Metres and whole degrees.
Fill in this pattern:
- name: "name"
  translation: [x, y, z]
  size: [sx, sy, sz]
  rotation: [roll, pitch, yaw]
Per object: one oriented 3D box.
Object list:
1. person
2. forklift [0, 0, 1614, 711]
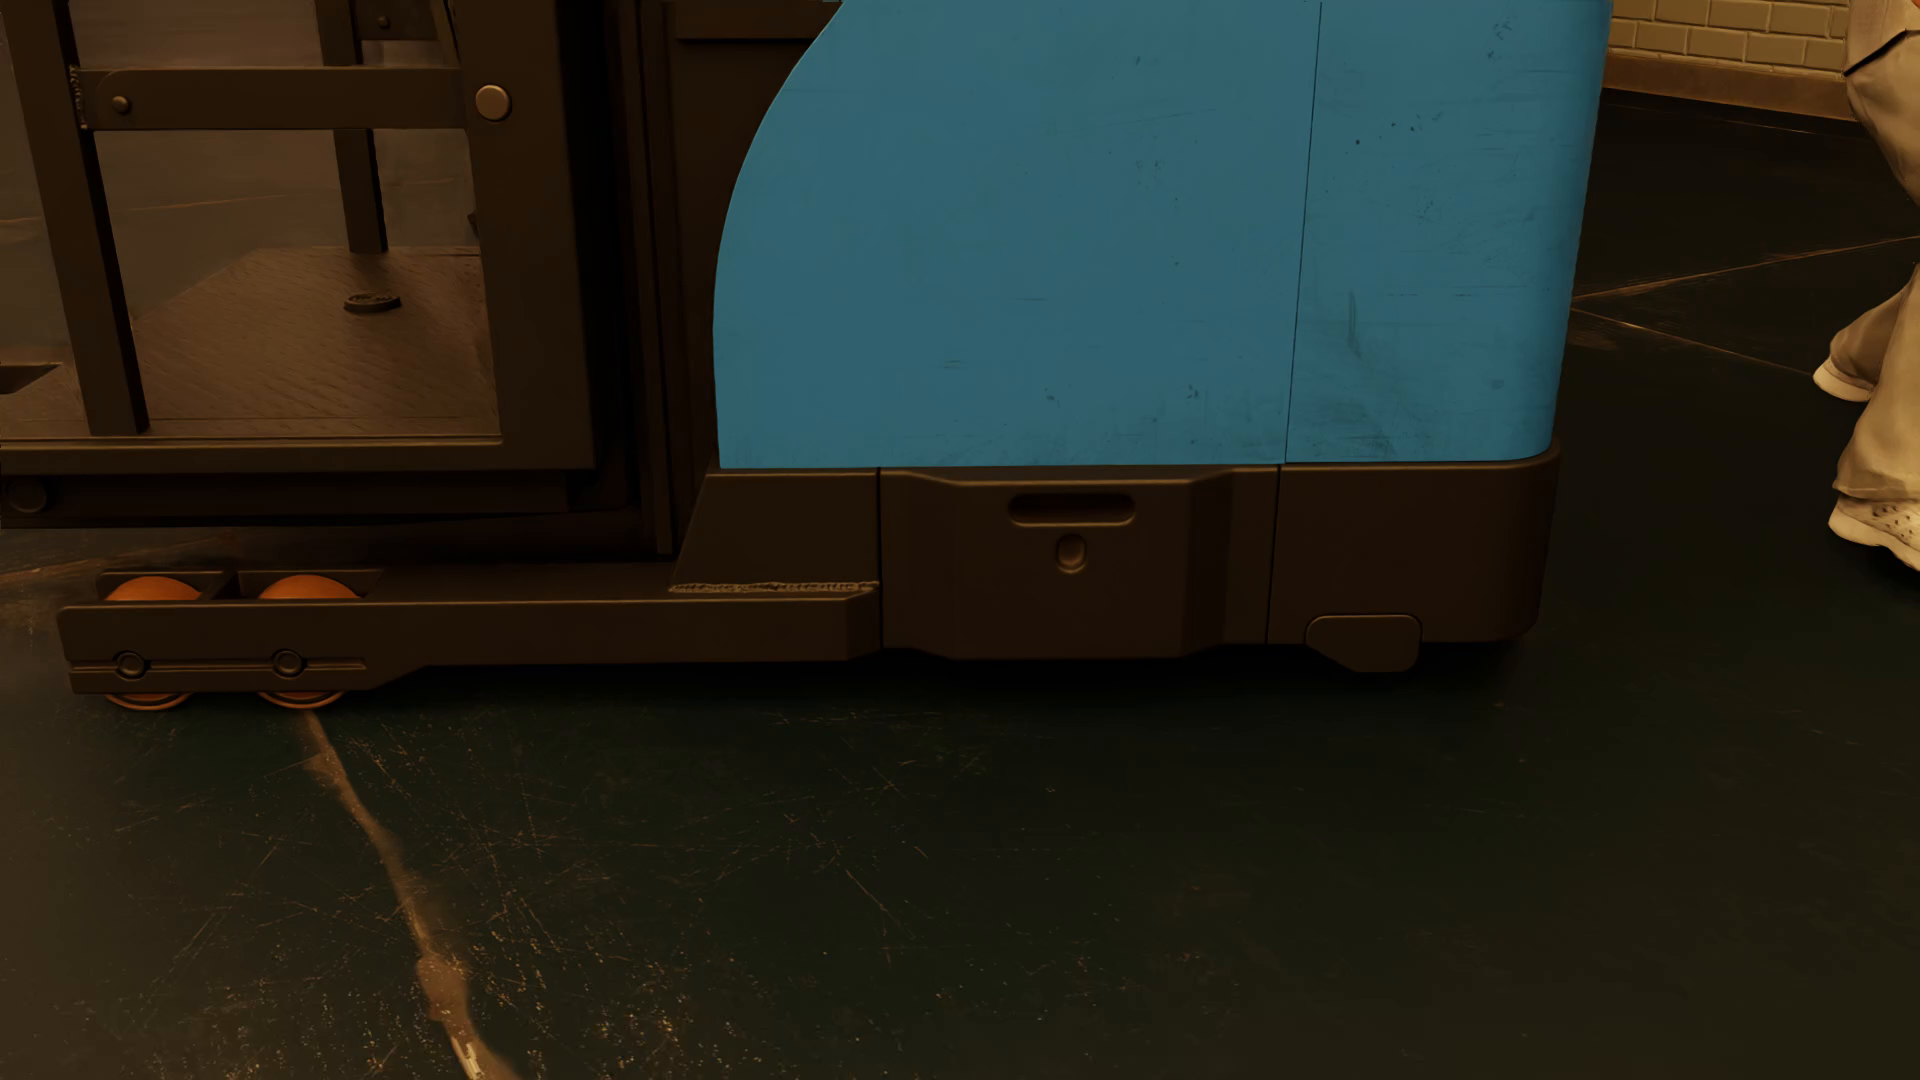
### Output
- name: "person"
  translation: [1.673, -0.783, 2.617]
  size: [0.925, 1.531, 0.894]
  rotation: [-10, 24, -22]
- name: "forklift"
  translation: [-0.759, -1.343, 2.047]
  size: [3.031, 2.935, 1.130]
  rotation: [-1, 22, -1]
